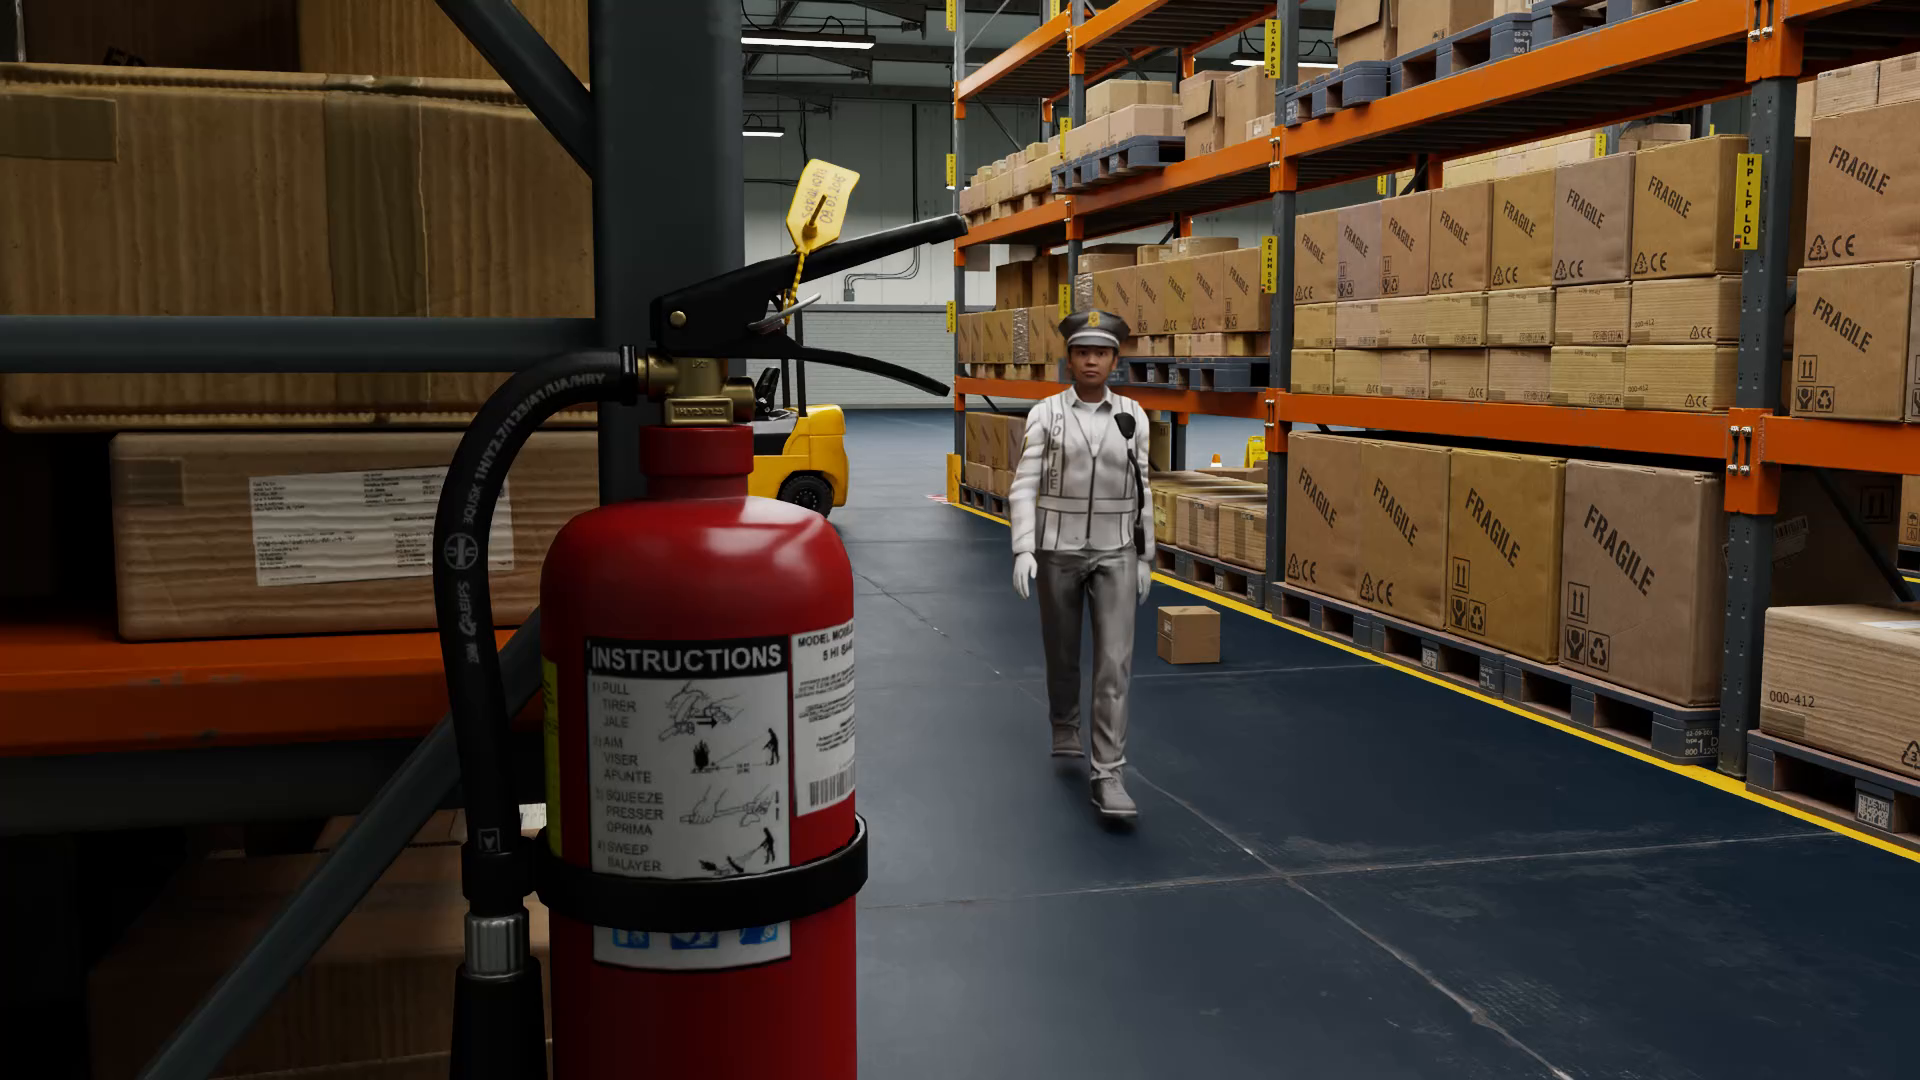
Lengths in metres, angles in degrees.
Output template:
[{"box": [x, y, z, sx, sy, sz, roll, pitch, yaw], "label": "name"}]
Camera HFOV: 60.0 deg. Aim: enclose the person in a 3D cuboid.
[{"box": [0.420, 0.039, 5.647, 0.511, 1.636, 0.995, 0, 6, 1], "label": "person"}]
